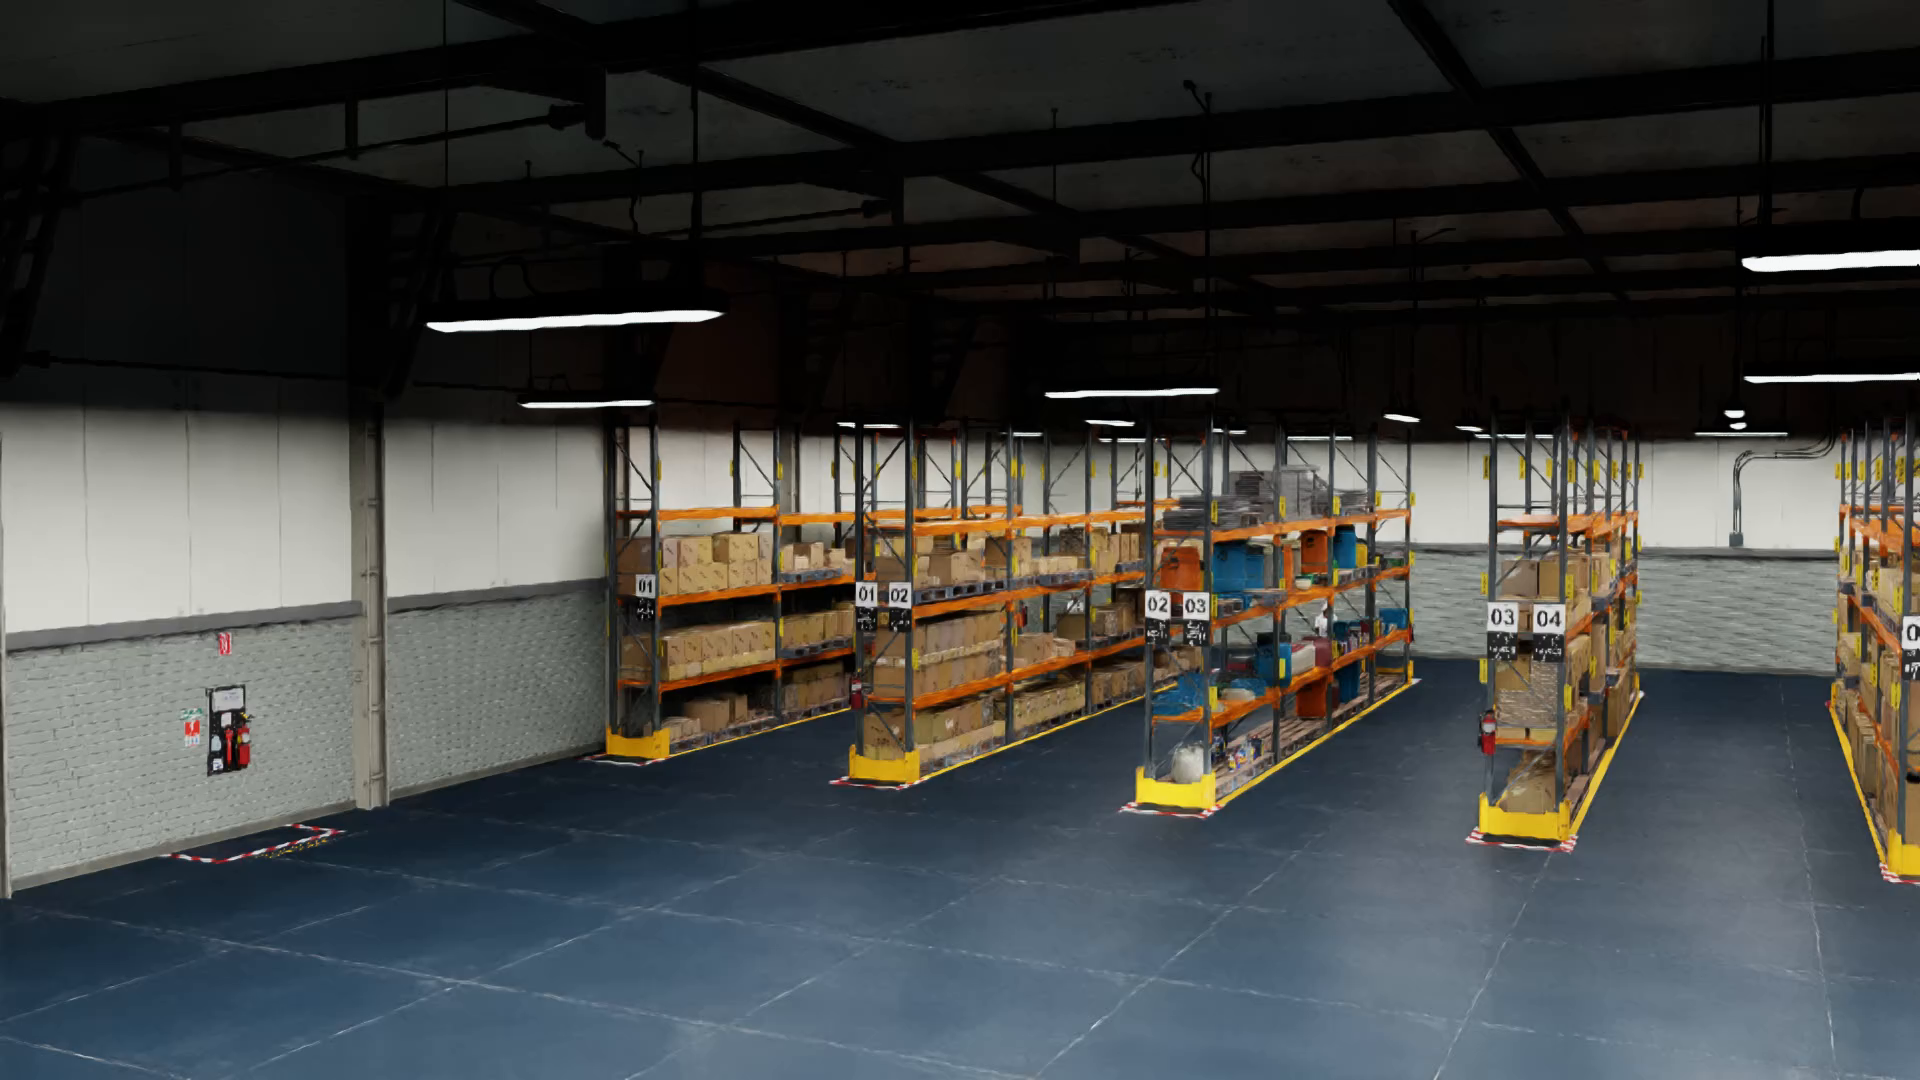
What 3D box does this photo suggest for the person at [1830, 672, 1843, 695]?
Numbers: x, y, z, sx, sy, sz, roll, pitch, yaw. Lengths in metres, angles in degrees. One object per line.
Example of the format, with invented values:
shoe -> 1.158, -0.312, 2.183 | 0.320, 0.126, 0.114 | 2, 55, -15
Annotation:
person -> 19.632, 2.583, 36.688 | 0.700, 1.769, 0.555 | 0, 2, -2

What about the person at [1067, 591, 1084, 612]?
person -> 3.238, 2.222, 46.649 | 0.470, 1.599, 1.060 | 1, 2, 16

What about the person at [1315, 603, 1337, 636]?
person -> 9.123, 2.405, 41.436 | 0.577, 1.691, 1.121 | 1, 3, 28
